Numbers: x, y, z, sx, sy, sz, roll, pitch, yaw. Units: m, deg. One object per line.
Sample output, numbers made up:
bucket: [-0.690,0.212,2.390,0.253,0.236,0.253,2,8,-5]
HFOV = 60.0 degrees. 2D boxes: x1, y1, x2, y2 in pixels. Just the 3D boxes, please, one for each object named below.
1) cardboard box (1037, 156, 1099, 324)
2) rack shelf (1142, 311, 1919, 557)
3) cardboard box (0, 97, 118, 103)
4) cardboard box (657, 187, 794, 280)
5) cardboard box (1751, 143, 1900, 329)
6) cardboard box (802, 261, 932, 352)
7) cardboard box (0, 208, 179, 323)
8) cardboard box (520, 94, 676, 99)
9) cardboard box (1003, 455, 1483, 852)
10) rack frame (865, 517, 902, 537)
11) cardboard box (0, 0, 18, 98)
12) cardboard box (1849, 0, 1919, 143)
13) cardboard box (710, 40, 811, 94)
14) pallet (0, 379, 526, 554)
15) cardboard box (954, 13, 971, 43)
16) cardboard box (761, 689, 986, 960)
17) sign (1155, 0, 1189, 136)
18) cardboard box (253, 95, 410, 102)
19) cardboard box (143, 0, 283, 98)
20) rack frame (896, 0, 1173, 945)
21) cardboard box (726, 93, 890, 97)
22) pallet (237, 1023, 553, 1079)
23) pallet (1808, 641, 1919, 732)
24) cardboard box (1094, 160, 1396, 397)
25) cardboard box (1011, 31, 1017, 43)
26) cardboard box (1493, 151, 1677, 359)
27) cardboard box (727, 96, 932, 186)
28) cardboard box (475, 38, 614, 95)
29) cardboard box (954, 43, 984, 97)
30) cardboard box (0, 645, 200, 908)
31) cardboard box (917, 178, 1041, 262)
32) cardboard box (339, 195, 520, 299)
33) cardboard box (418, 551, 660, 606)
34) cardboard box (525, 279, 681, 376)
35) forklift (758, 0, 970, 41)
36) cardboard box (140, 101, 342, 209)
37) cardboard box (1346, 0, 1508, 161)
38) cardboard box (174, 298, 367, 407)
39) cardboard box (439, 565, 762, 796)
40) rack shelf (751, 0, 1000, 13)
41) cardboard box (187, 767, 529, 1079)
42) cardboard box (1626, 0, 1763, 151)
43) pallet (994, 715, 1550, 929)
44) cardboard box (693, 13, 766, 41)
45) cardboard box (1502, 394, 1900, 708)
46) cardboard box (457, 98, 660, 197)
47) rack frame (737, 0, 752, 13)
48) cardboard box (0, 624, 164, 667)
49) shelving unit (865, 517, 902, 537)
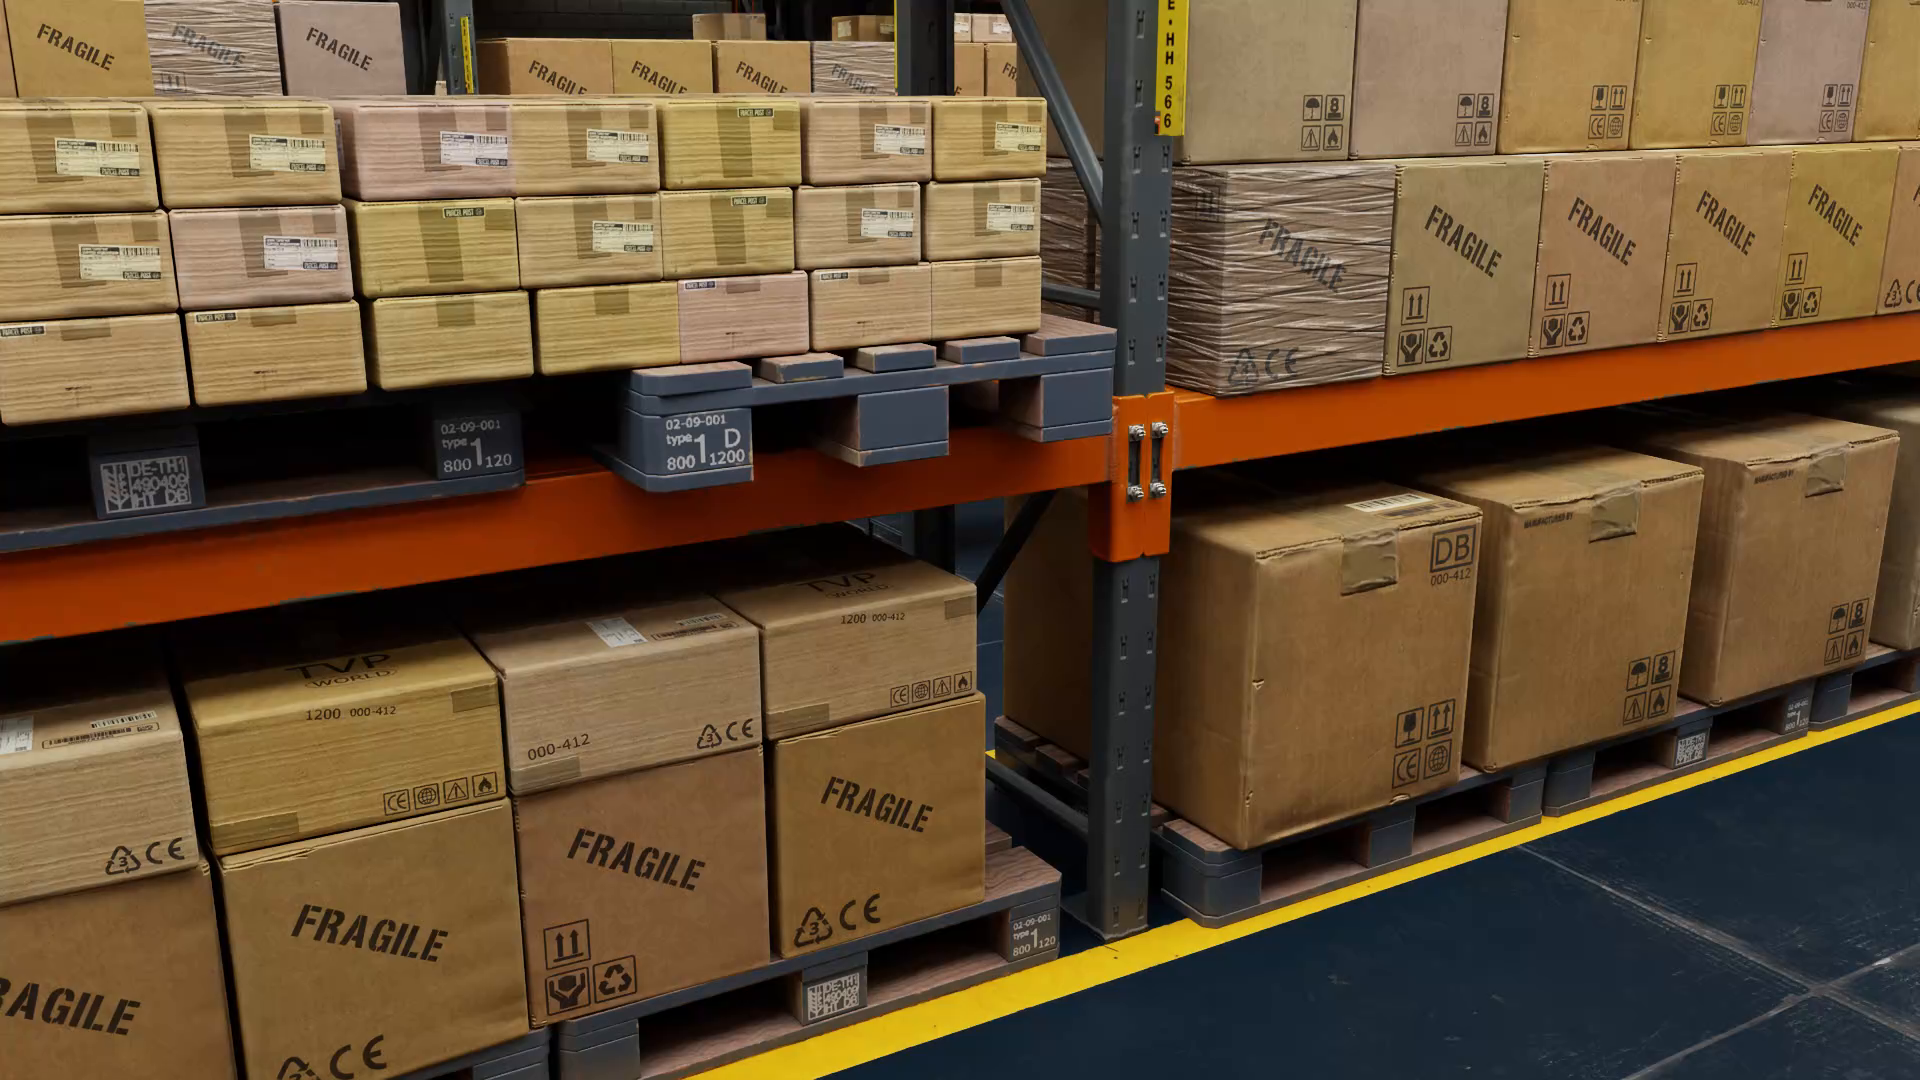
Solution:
cardboard box: [0.393,-0.776,4.436,0.500,0.500,0.500,-9,18,-30]
rack shelf: [1.860,-0.535,5.093,4.000,0.370,1.077,-9,18,-30]
cardboard box: [-1.692,-0.735,3.058,0.250,0.149,0.380,-10,18,-30]
cardboard box: [-0.496,-0.579,3.054,0.250,0.149,0.380,-9,18,-28]
cardboard box: [2.398,-0.932,4.994,0.500,0.500,0.500,-9,18,-29]
cardboard box: [-0.254,-0.475,3.236,0.250,0.149,0.380,-9,18,-30]
cardboard box: [-1.369,-0.438,2.551,0.250,0.149,0.380,-10,18,-31]
cardboard box: [-0.792,-0.880,3.578,0.250,0.149,0.380,-9,18,-30]
cardboard box: [0.714,0.214,4.479,0.750,0.750,1.050,-9,18,-30]
rack frame: [-0.308,-0.672,7.029,0.023,1.500,0.400,-9,18,-30]
cardboard box: [-4.101,-1.922,6.672,0.500,0.500,0.500,-10,18,-31]
cardboard box: [2.712,-1.546,5.331,0.500,0.500,0.700,-10,18,-31]
cardboard box: [-1.091,-2.286,8.495,0.500,0.500,0.500,-9,18,-29]
pallet: [-1.530,-0.226,3.015,1.213,0.211,1.003,-9,18,-30]
cardboard box: [-0.148,-2.738,8.902,0.250,0.149,0.380,-10,19,-32]
cardboard box: [-0.284,0.550,3.743,0.500,0.500,0.500,-9,18,-30]
sign: [0.433,-0.998,3.415,0.005,0.325,0.100,-9,18,-30]
cardboard box: [-1.250,-0.806,3.312,0.250,0.149,0.380,-8,18,-27]
cardboard box: [-3.235,-2.058,7.158,0.500,0.500,0.500,-9,18,-29]
rack frame: [0.145,-0.603,4.004,0.127,3.000,1.000,-9,18,-30]
cardboard box: [-0.354,-0.951,3.830,0.250,0.149,0.380,-9,18,-30]
pallet: [-1.570,1.016,3.393,1.213,0.211,1.003,-9,18,-30]
pallet: [2.952,0.308,5.919,1.213,0.211,1.003,-9,18,-30]
cardboard box: [0.669,-0.651,3.990,0.500,0.500,0.500,-9,18,-29]
cardboard box: [0.353,-3.013,9.884,0.250,0.149,0.380,-9,18,-30]
cardboard box: [1.536,-0.793,4.495,0.500,0.500,0.500,-9,18,-30]
cardboard box: [-0.255,-0.762,3.157,0.250,0.149,0.380,-9,18,-30]
cardboard box: [-1.986,-2.137,7.961,0.500,0.500,0.500,-10,18,-31]
cardboard box: [-0.209,-2.427,8.997,0.500,0.500,0.500,-9,18,-28]
cardboard box: [-1.619,0.407,2.864,0.500,0.250,0.500,-8,18,-28]
cardboard box: [-0.044,-0.654,3.320,0.250,0.149,0.380,-9,18,-29]
cardboard box: [-0.925,-0.510,2.809,0.250,0.149,0.380,-9,18,-30]
cardboard box: [-1.005,0.148,3.790,0.500,0.250,0.500,-9,18,-30]
cardboard box: [-0.690,-0.406,2.987,0.250,0.149,0.380,-9,18,-30]
forklift: [-0.588,-2.759,11.822,3.031,2.935,1.130,-9,18,-30]
cardboard box: [-1.148,-0.617,2.640,0.250,0.149,0.380,-8,18,-27]
cardboard box: [0.968,-1.263,4.322,0.500,0.500,0.700,-10,18,-31]
cardboard box: [-1.143,-0.332,2.726,0.250,0.149,0.380,-9,18,-28]
cardboard box: [-0.733,0.266,3.369,0.500,0.250,0.500,-9,18,-29]
rack shelf: [0.093,-4.814,14.802,4.000,0.370,1.077,-9,18,-30]
cardboard box: [-1.176,0.699,3.213,0.500,0.500,0.500,-10,19,-32]
cardboard box: [1.845,-1.406,4.832,0.500,0.500,0.700,-9,18,-30]
pallet: [0.860,0.647,4.709,1.213,0.211,1.003,-9,18,-30]
cardboard box: [-1.233,-2.733,8.886,0.250,0.149,0.380,-10,19,-32]
cardboard box: [2.260,-0.038,5.377,0.750,0.750,1.050,-9,18,-30]
cardboard box: [-0.707,-0.688,2.892,0.250,0.149,0.380,-9,18,-28]
rack frame: [-1.621,-3.438,14.118,0.127,3.000,1.000,-9,18,-30]
cardboard box: [-1.882,0.286,3.296,0.500,0.250,0.500,-10,19,-32]
shelving unit: [0.006,-0.723,7.211,0.755,1.500,0.431,-9,18,-30]
